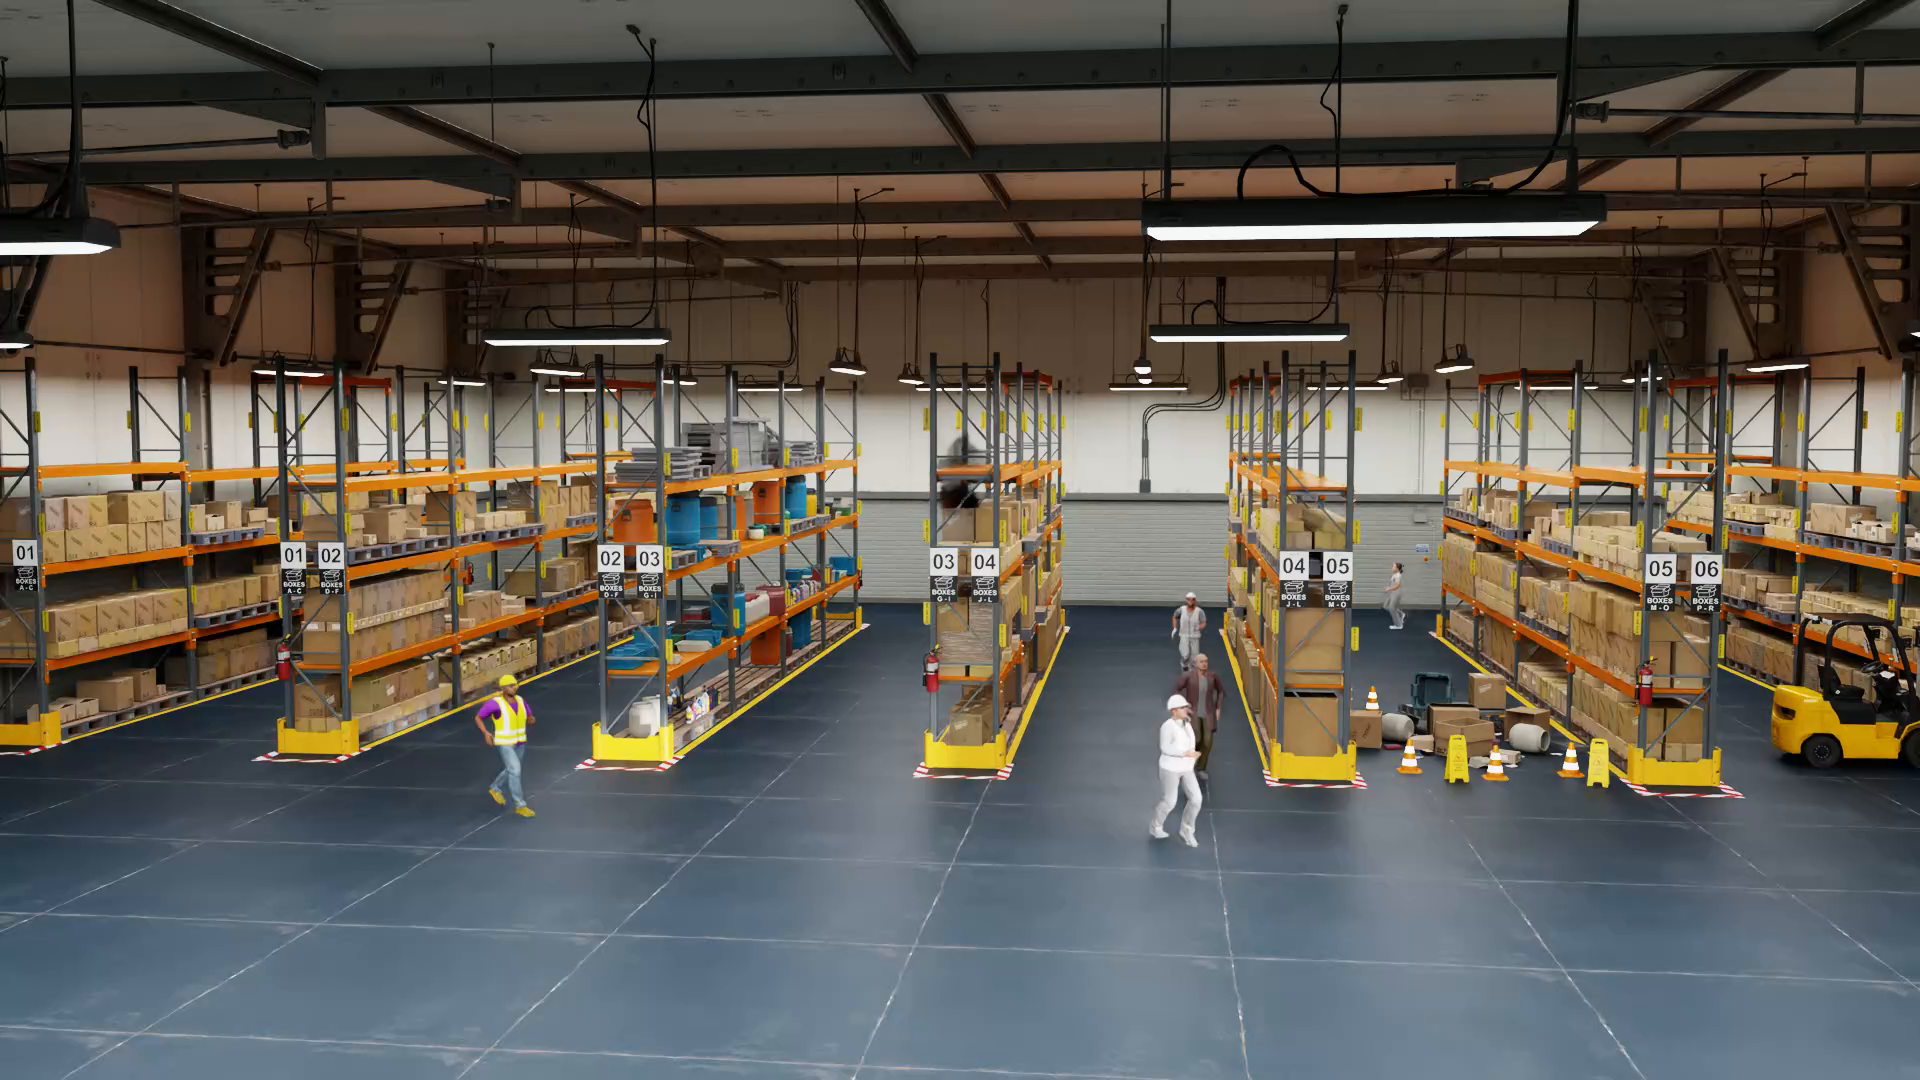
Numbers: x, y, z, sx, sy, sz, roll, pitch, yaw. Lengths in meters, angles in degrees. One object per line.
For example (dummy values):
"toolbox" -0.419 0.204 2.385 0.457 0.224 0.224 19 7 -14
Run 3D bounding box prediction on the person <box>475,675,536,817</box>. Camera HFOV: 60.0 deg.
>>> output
"person" -5.728 2.590 21.195 0.984 1.754 0.700 3 5 33

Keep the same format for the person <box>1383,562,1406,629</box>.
"person" 10.532 1.342 40.317 0.548 1.629 0.567 1 4 8

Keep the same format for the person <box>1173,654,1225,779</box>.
"person" 3.399 2.479 23.587 0.747 1.750 0.621 0 4 -3

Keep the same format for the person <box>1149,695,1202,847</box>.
"person" 2.584 2.746 19.681 0.675 1.850 0.748 -4 6 -43

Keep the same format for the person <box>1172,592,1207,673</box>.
"person" 4.354 1.877 31.590 0.648 1.775 0.786 0 4 5
